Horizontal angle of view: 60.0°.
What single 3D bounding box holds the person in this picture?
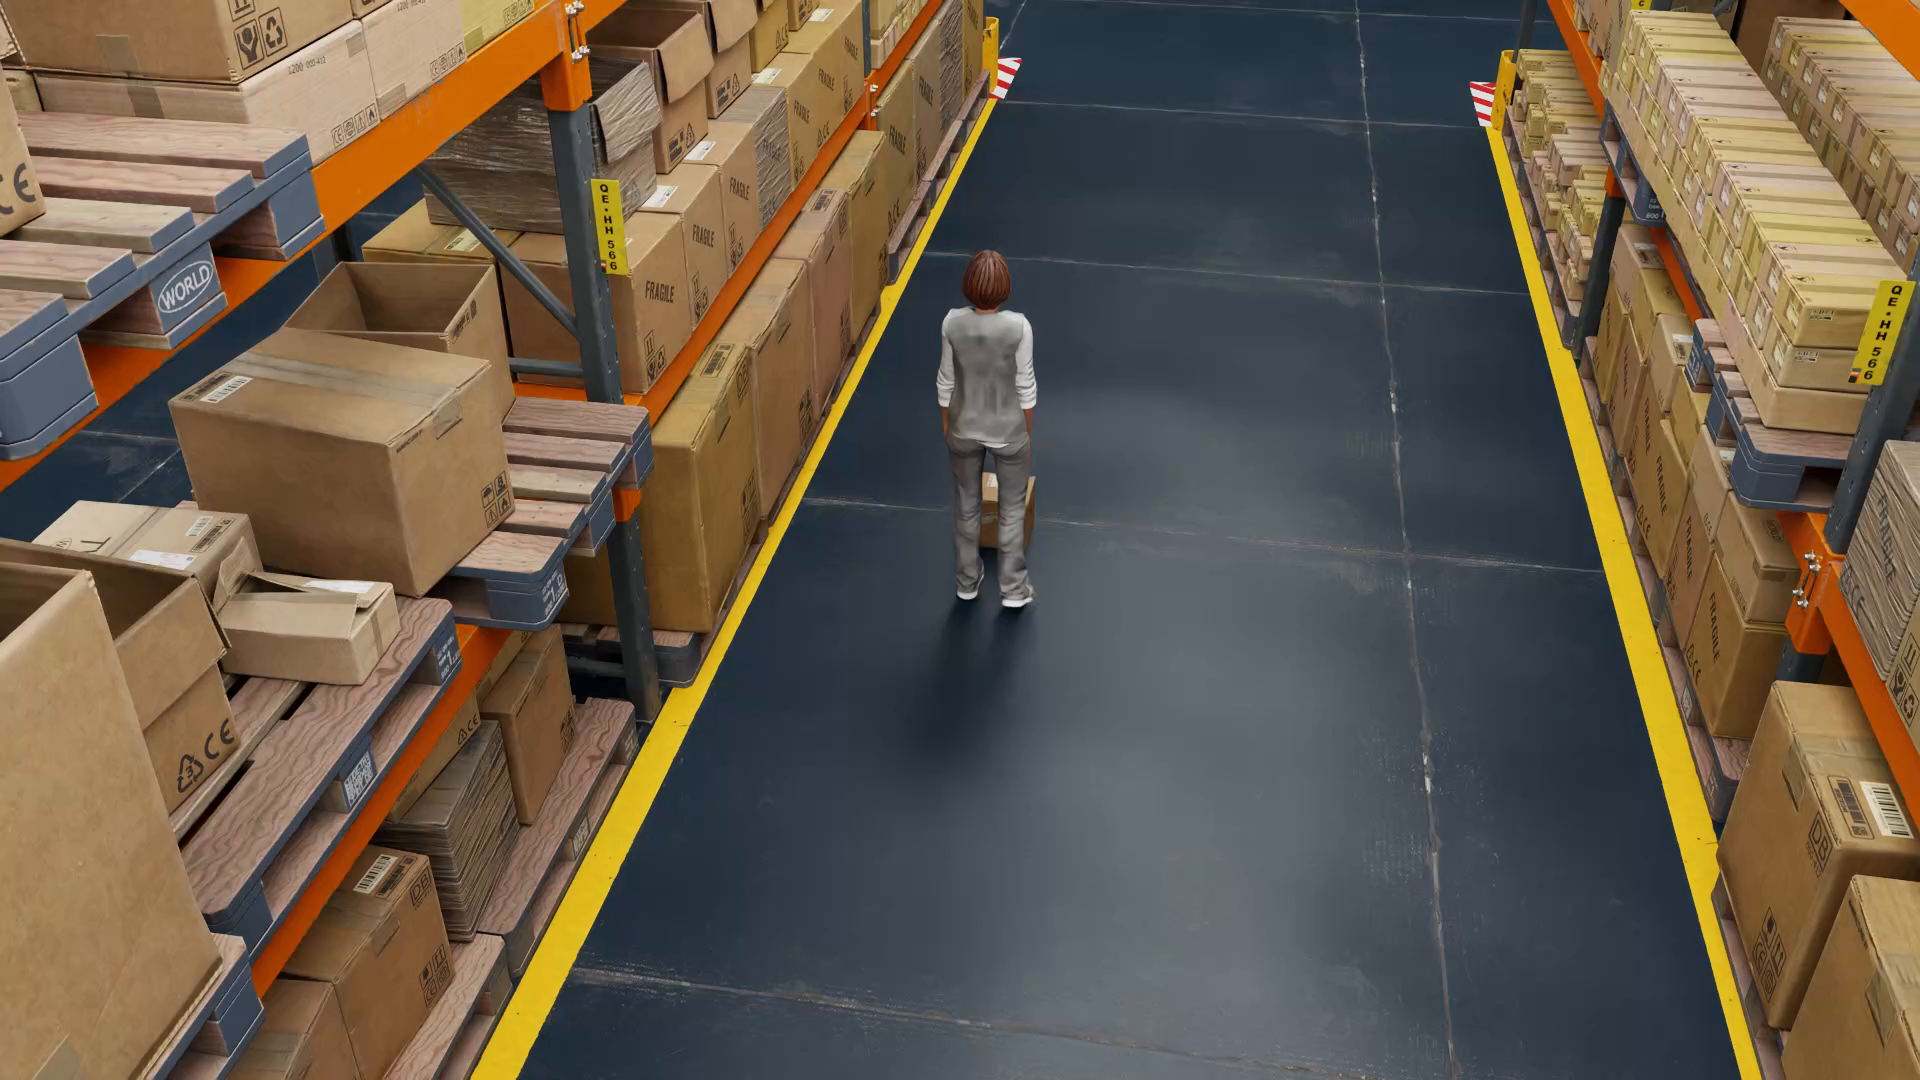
[{"bbox_3d":[0.116,-0.433,6.850,0.425,1.637,0.328,6,33,9],"label":"person"}]
